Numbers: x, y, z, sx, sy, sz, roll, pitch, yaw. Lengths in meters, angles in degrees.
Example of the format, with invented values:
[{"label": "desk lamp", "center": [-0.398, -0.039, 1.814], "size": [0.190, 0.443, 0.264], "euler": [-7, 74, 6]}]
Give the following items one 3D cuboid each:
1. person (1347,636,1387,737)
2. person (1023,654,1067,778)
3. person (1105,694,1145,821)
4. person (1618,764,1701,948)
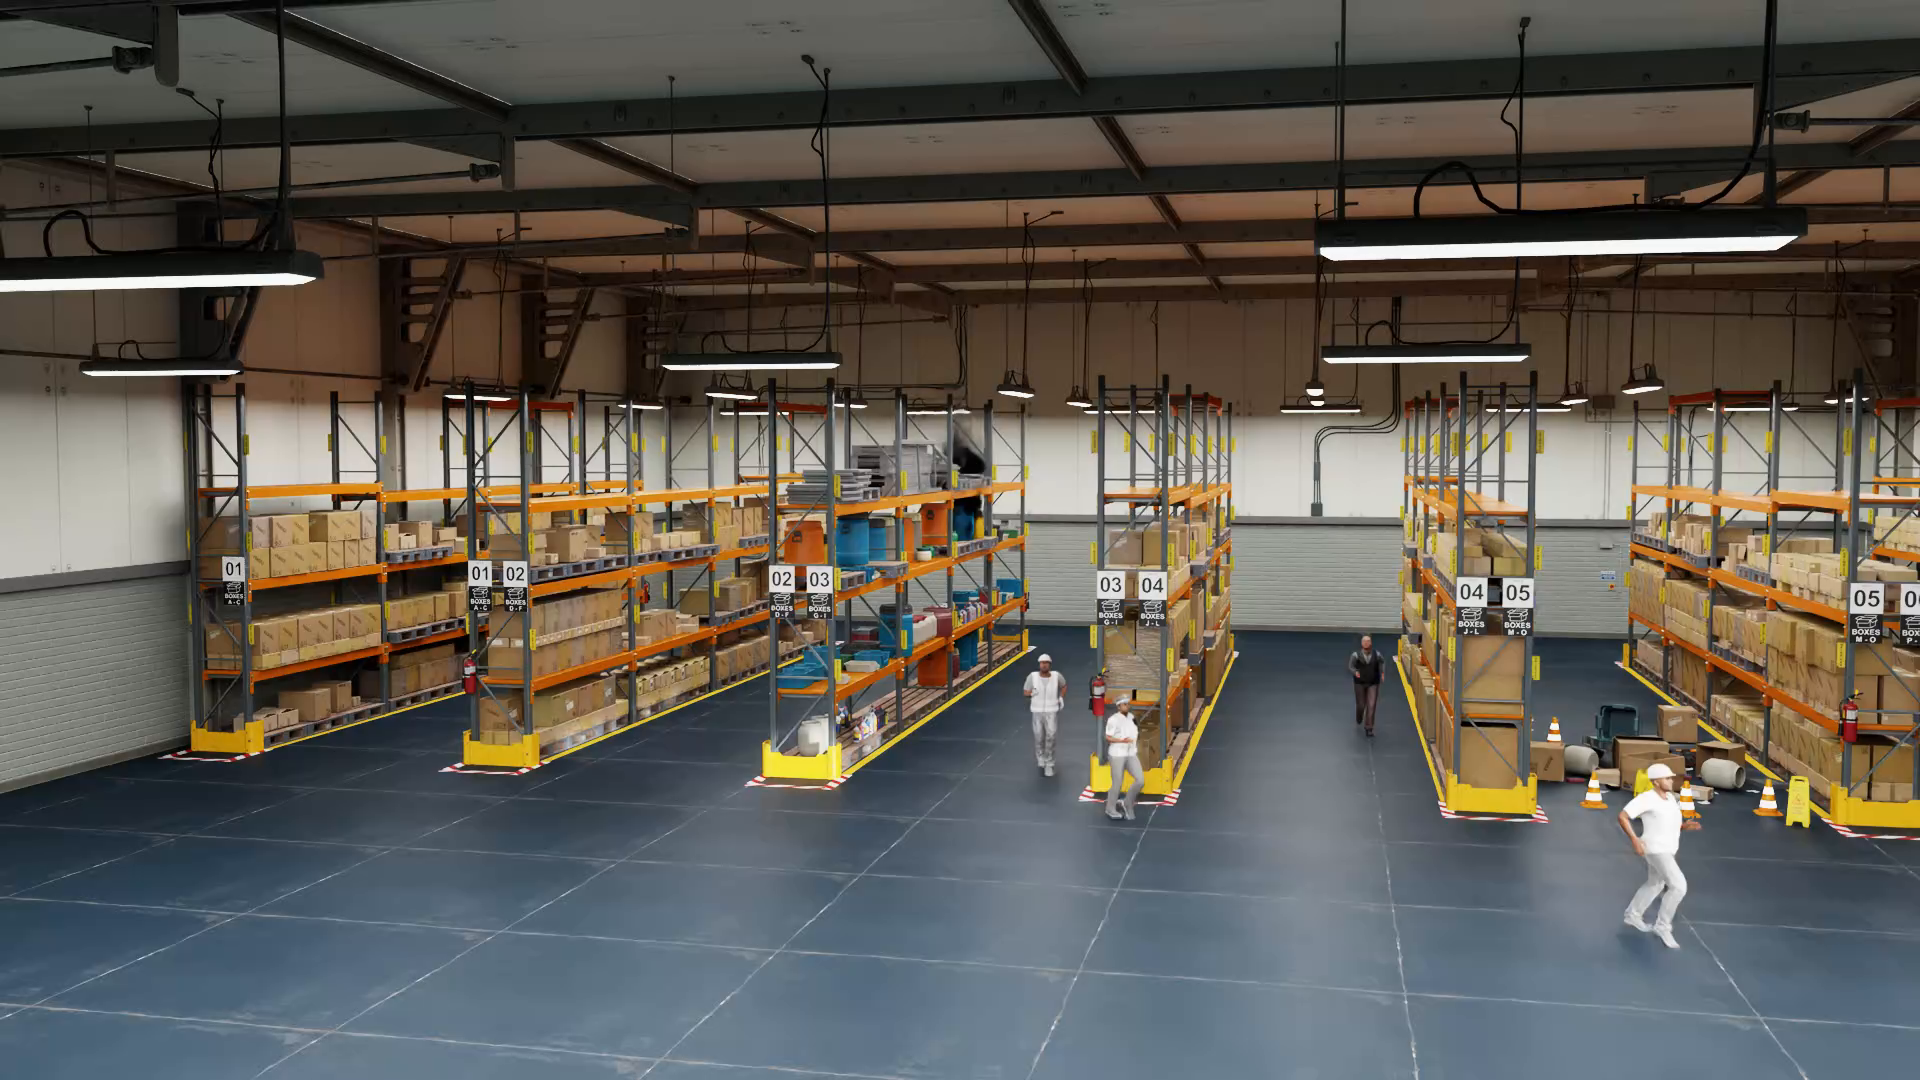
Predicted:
[{"label": "person", "center": [7.041, 2.510, 28.744], "size": [0.676, 1.686, 0.971], "euler": [1, 3, 9]}, {"label": "person", "center": [1.288, 2.651, 25.332], "size": [0.661, 1.836, 0.755], "euler": [0, 3, 6]}, {"label": "person", "center": [2.200, 2.900, 22.155], "size": [0.585, 1.722, 0.622], "euler": [-2, 4, -30]}, {"label": "person", "center": [7.054, 3.165, 16.750], "size": [0.751, 1.823, 0.669], "euler": [3, 4, 43]}]
